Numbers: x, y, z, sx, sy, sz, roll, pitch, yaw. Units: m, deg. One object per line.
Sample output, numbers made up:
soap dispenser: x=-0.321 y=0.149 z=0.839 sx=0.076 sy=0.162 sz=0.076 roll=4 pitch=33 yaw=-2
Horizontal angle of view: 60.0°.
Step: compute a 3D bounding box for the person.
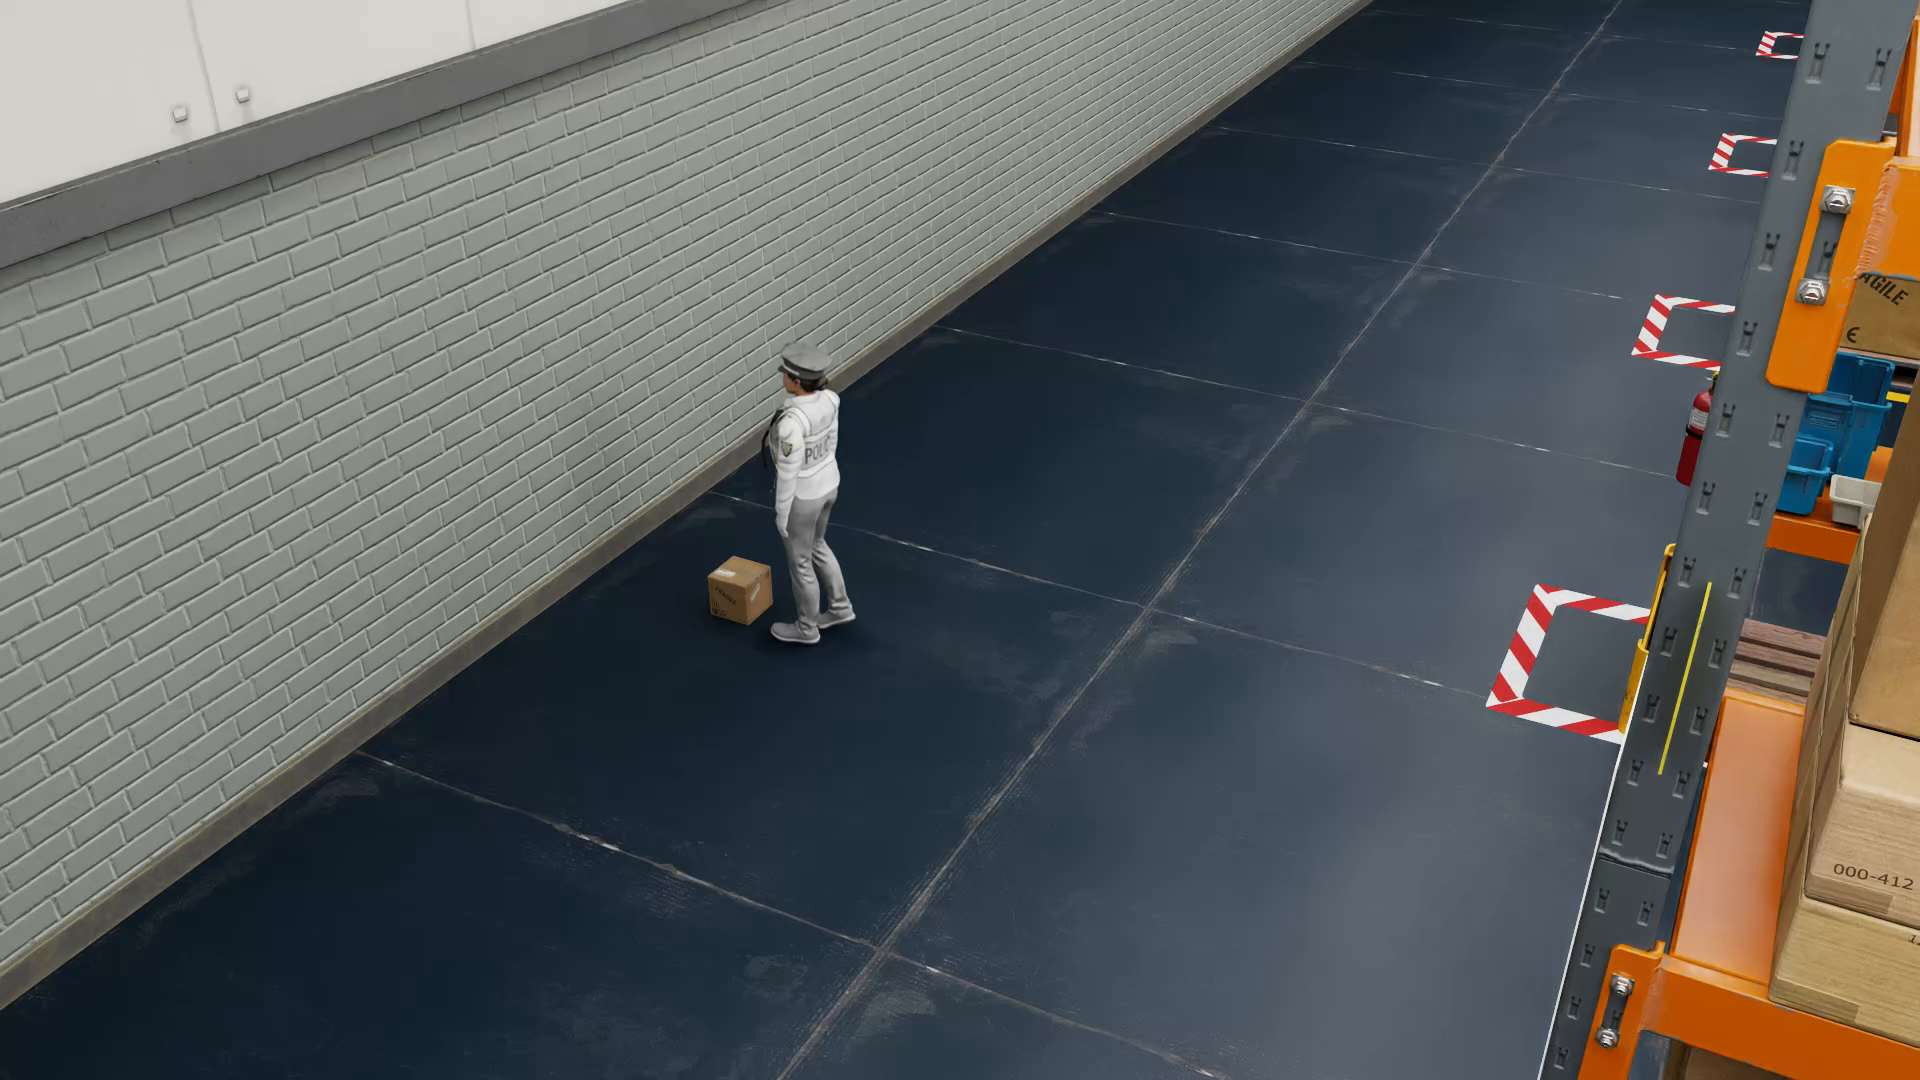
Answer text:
person: x=-0.796 y=-0.221 z=8.643 sx=0.392 sy=1.700 sz=0.482 roll=15 pitch=34 yaw=24
